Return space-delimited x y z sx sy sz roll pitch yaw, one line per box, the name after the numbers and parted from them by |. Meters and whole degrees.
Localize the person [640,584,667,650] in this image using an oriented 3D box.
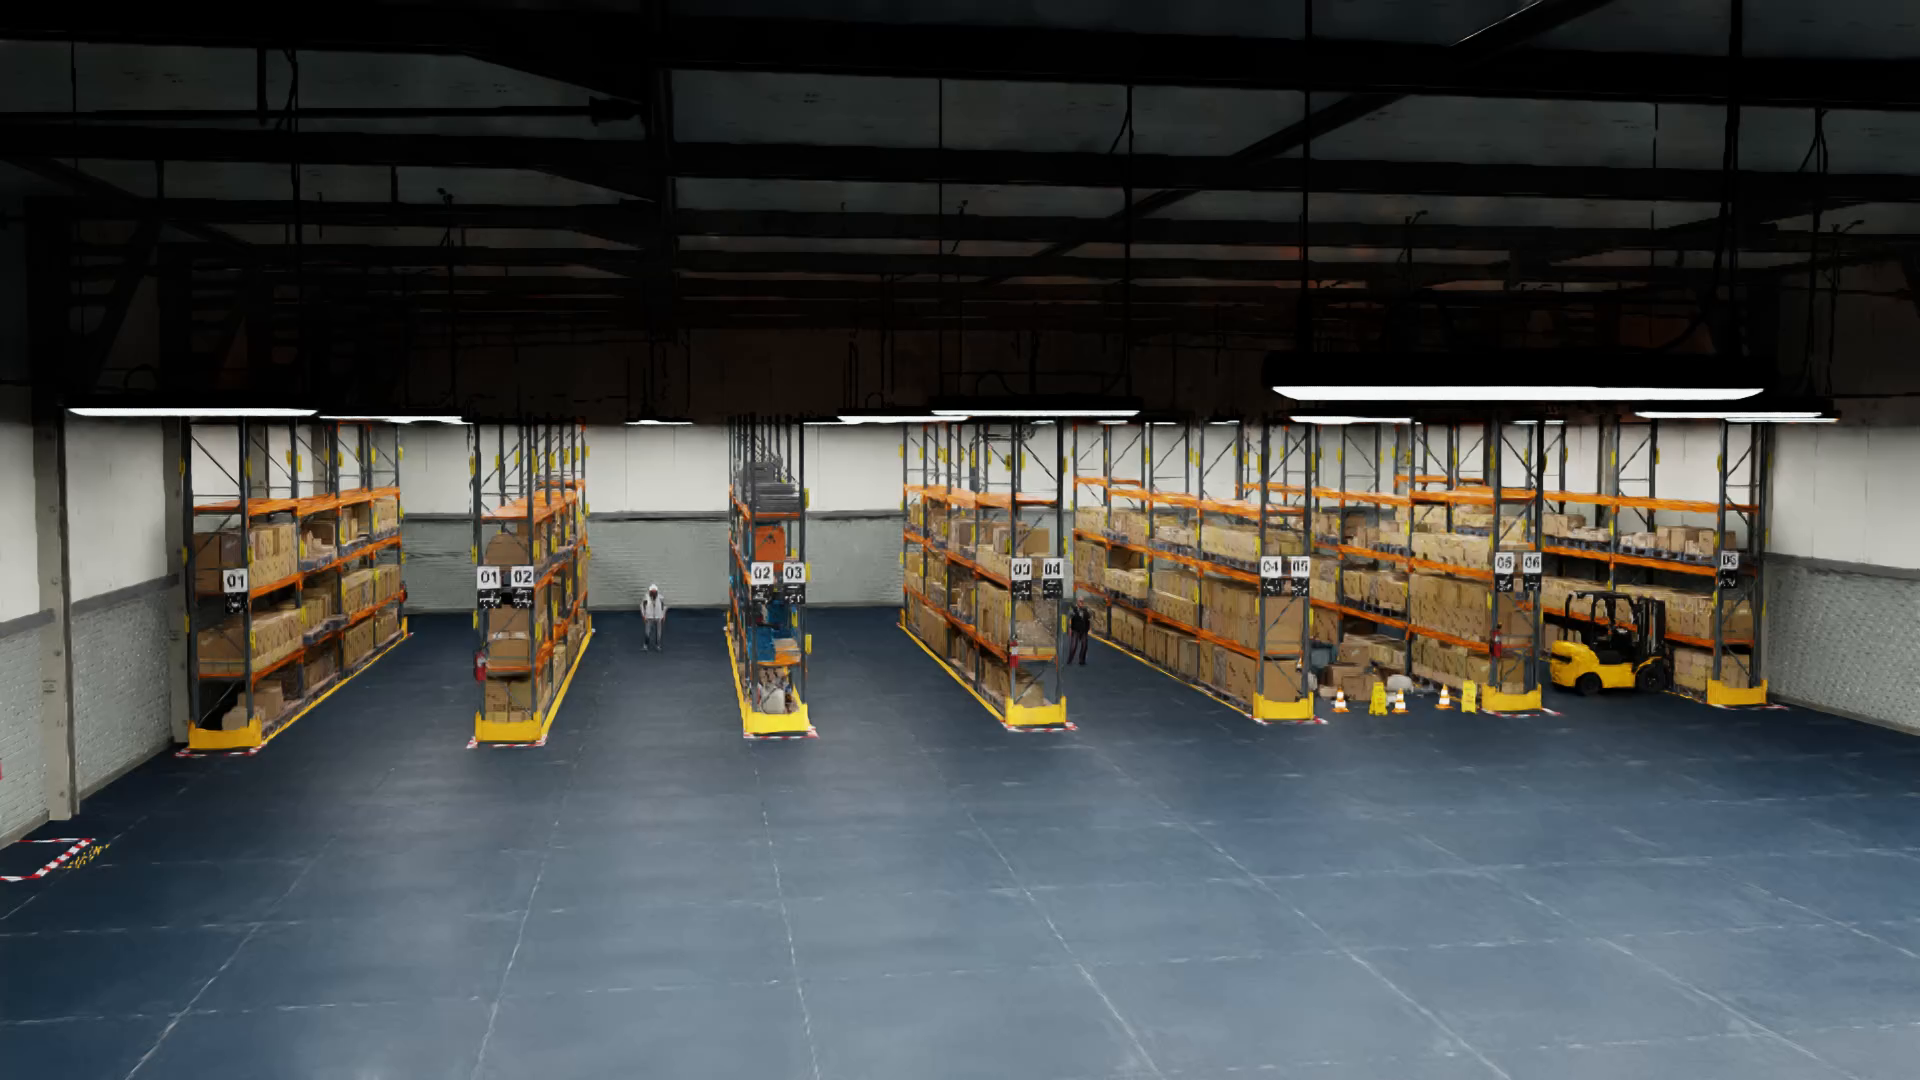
-7.838 1.977 42.536 0.677 1.725 0.574 -1 4 -12 | person

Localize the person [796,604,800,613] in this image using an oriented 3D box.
-4.924 1.526 50.400 0.417 1.517 1.036 0 4 -7 | person

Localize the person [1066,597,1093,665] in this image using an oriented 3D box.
2.855 2.185 39.860 0.677 1.673 0.530 -1 4 -11 | person

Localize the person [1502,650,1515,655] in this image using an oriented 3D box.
12.272 2.342 37.238 0.433 1.668 0.494 -3 5 -41 | person
